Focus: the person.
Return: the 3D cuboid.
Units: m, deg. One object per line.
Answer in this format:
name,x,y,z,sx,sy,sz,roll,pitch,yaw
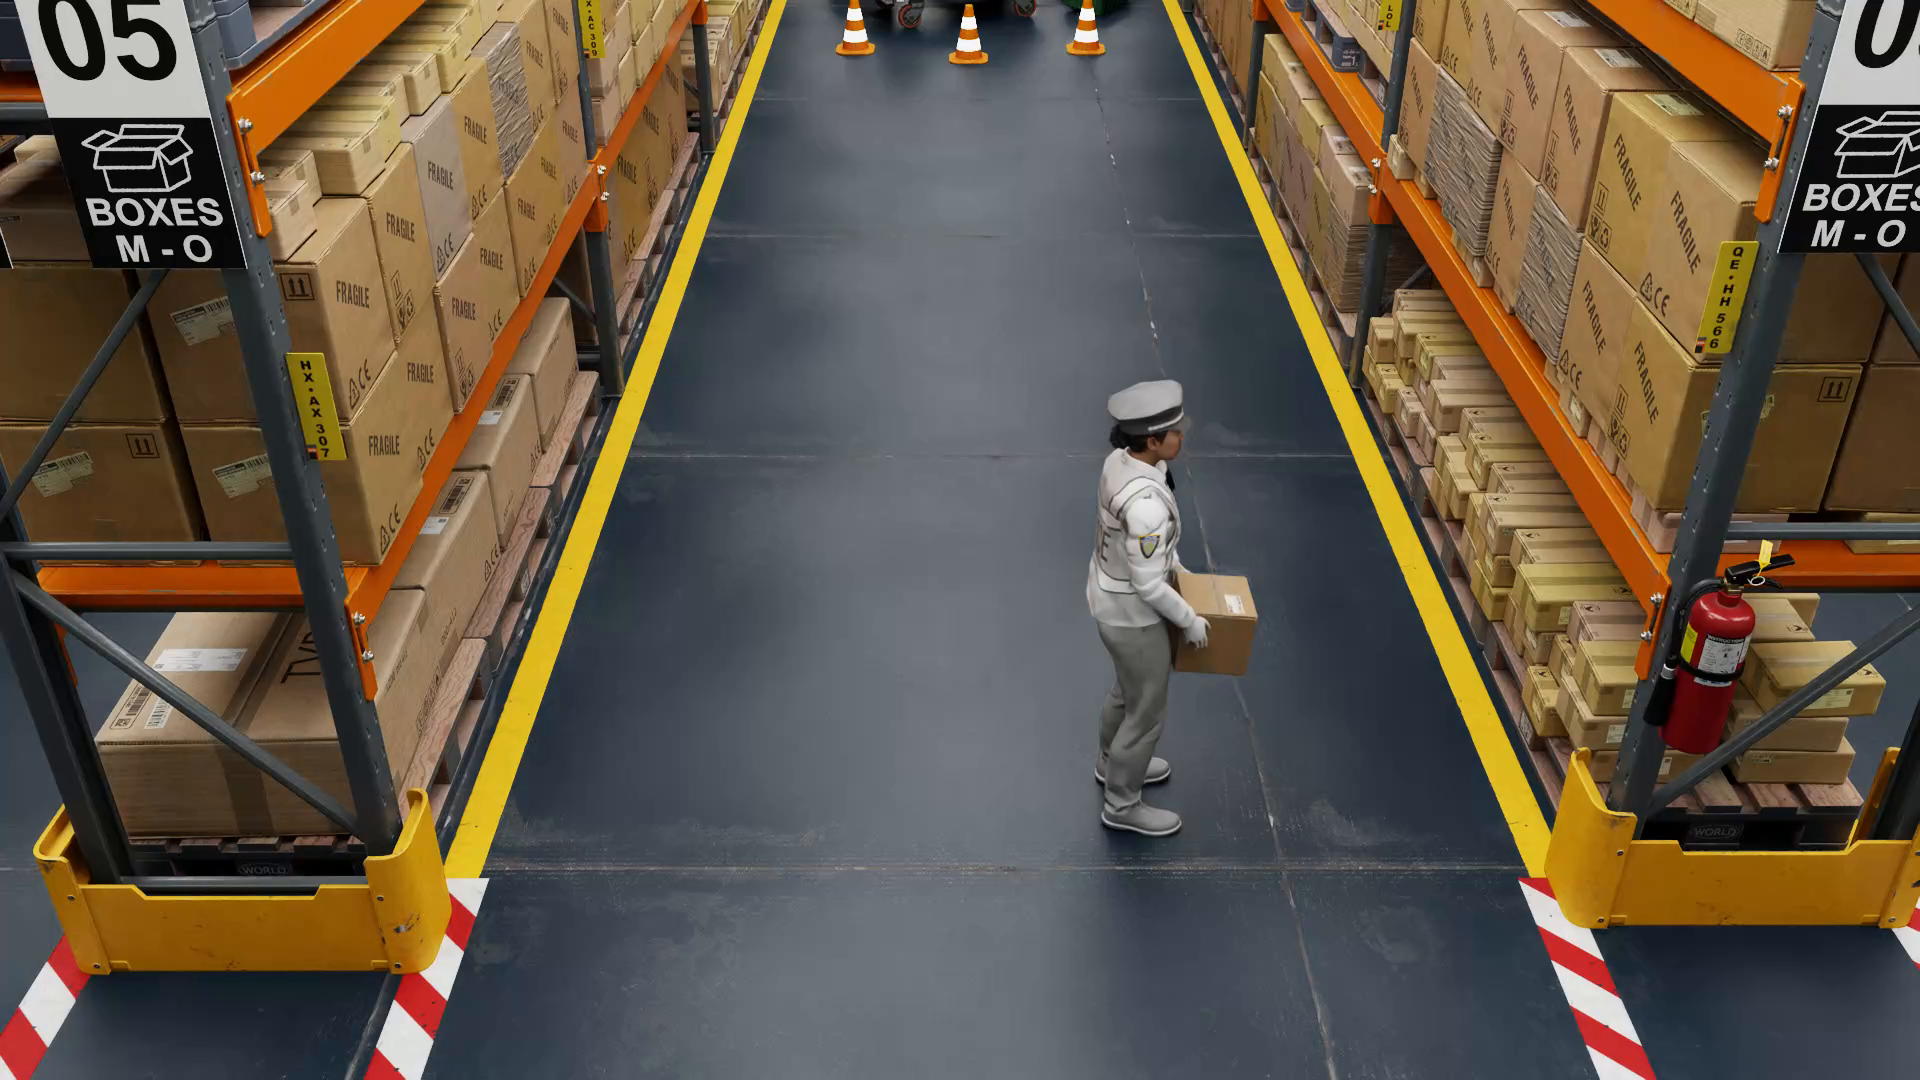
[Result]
person,0.645,0.232,5.737,0.411,1.684,0.500,-1,32,-1
